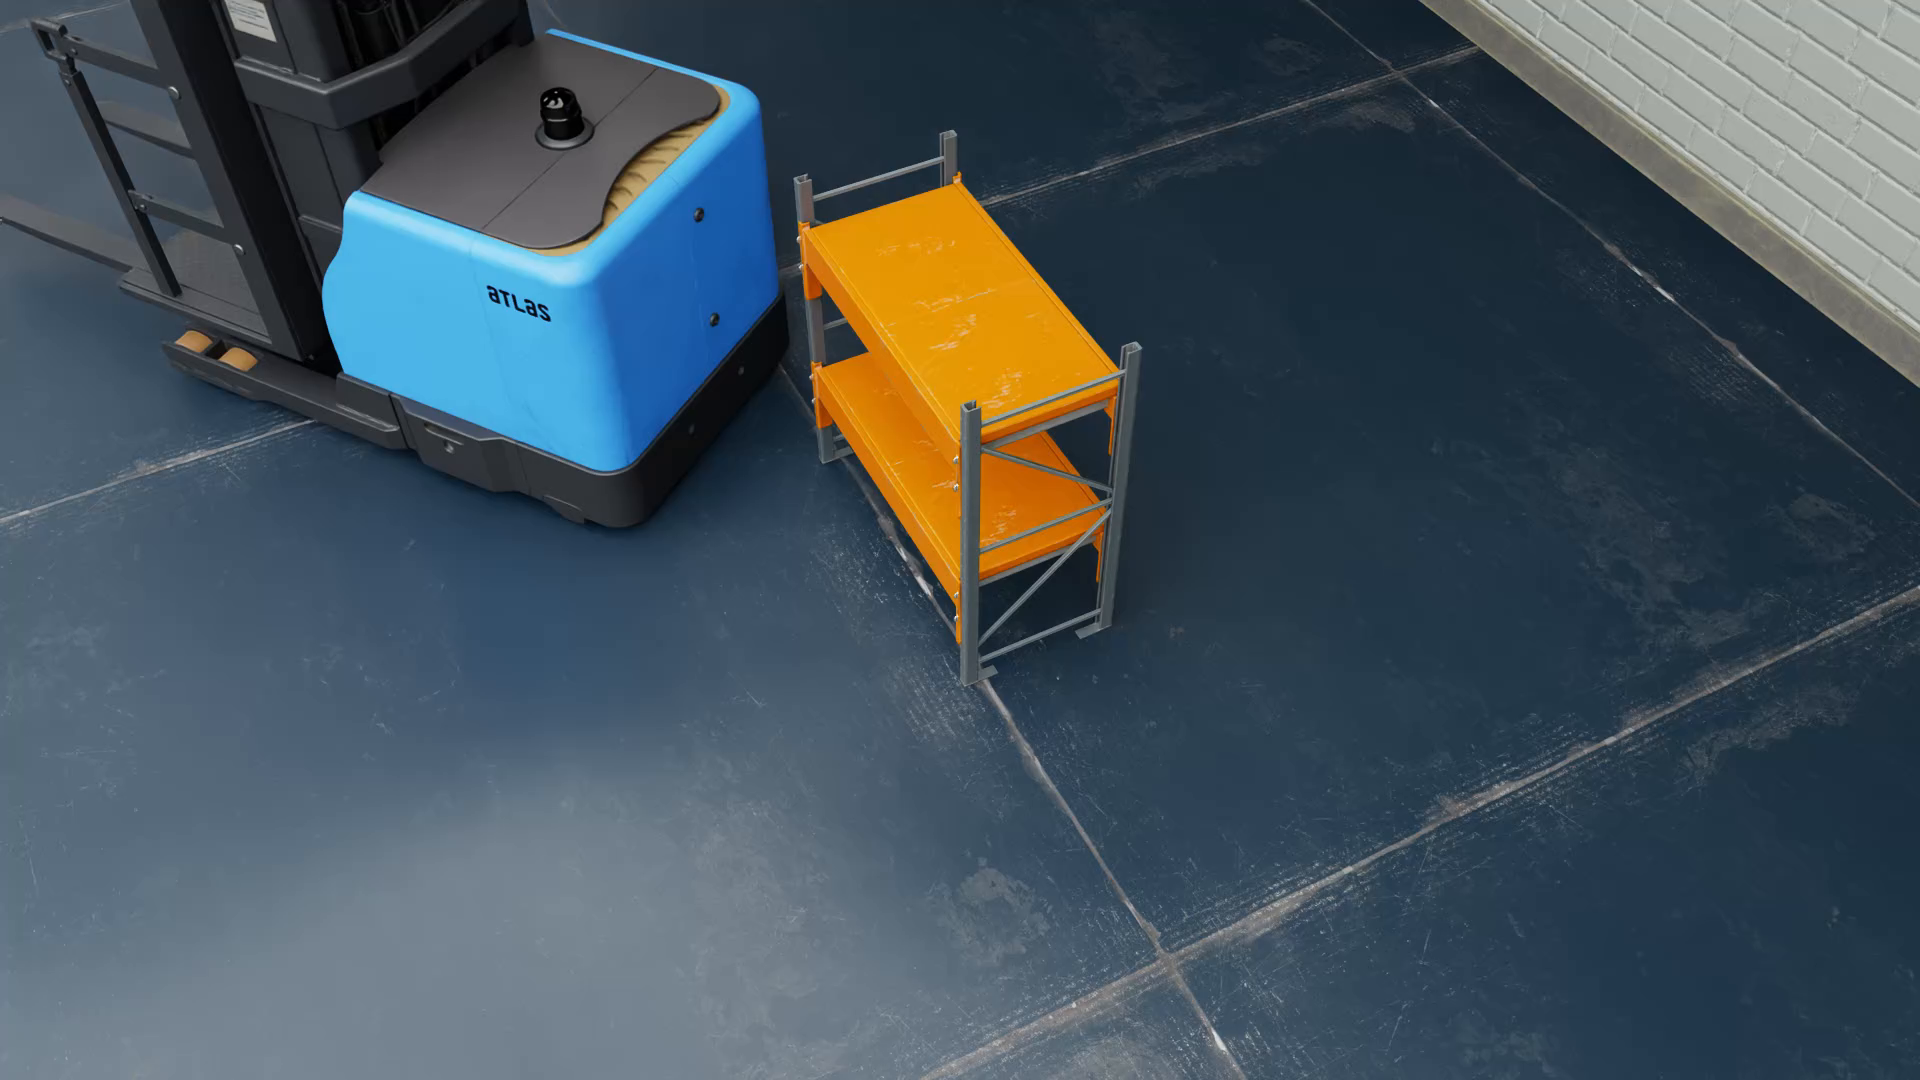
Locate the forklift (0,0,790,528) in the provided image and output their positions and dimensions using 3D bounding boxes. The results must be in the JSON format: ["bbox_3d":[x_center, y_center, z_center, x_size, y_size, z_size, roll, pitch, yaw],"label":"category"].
[{"bbox_3d":[-2.142,-1.789,4.867,3.031,2.935,1.130,20,52,17],"label":"forklift"}]

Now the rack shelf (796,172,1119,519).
[{"bbox_3d":[-0.003,-0.568,4.610,0.538,0.278,1.000,-21,52,-18],"label":"rack shelf"}]

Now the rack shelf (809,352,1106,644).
[{"bbox_3d":[-0.003,-0.214,5.015,0.538,0.278,1.000,-21,52,-18],"label":"rack shelf"}]

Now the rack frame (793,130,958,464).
[{"bbox_3d":[-0.236,-0.715,5.128,0.500,1.125,0.032,-21,52,-18],"label":"rack frame"}]

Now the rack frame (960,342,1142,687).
[{"bbox_3d":[0.230,-0.035,4.533,0.500,1.125,0.032,-21,52,-18],"label":"rack frame"}]

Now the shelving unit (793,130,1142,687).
[{"bbox_3d":[-0.003,-0.375,4.831,0.538,1.125,1.048,-21,52,-18],"label":"shelving unit"}]
